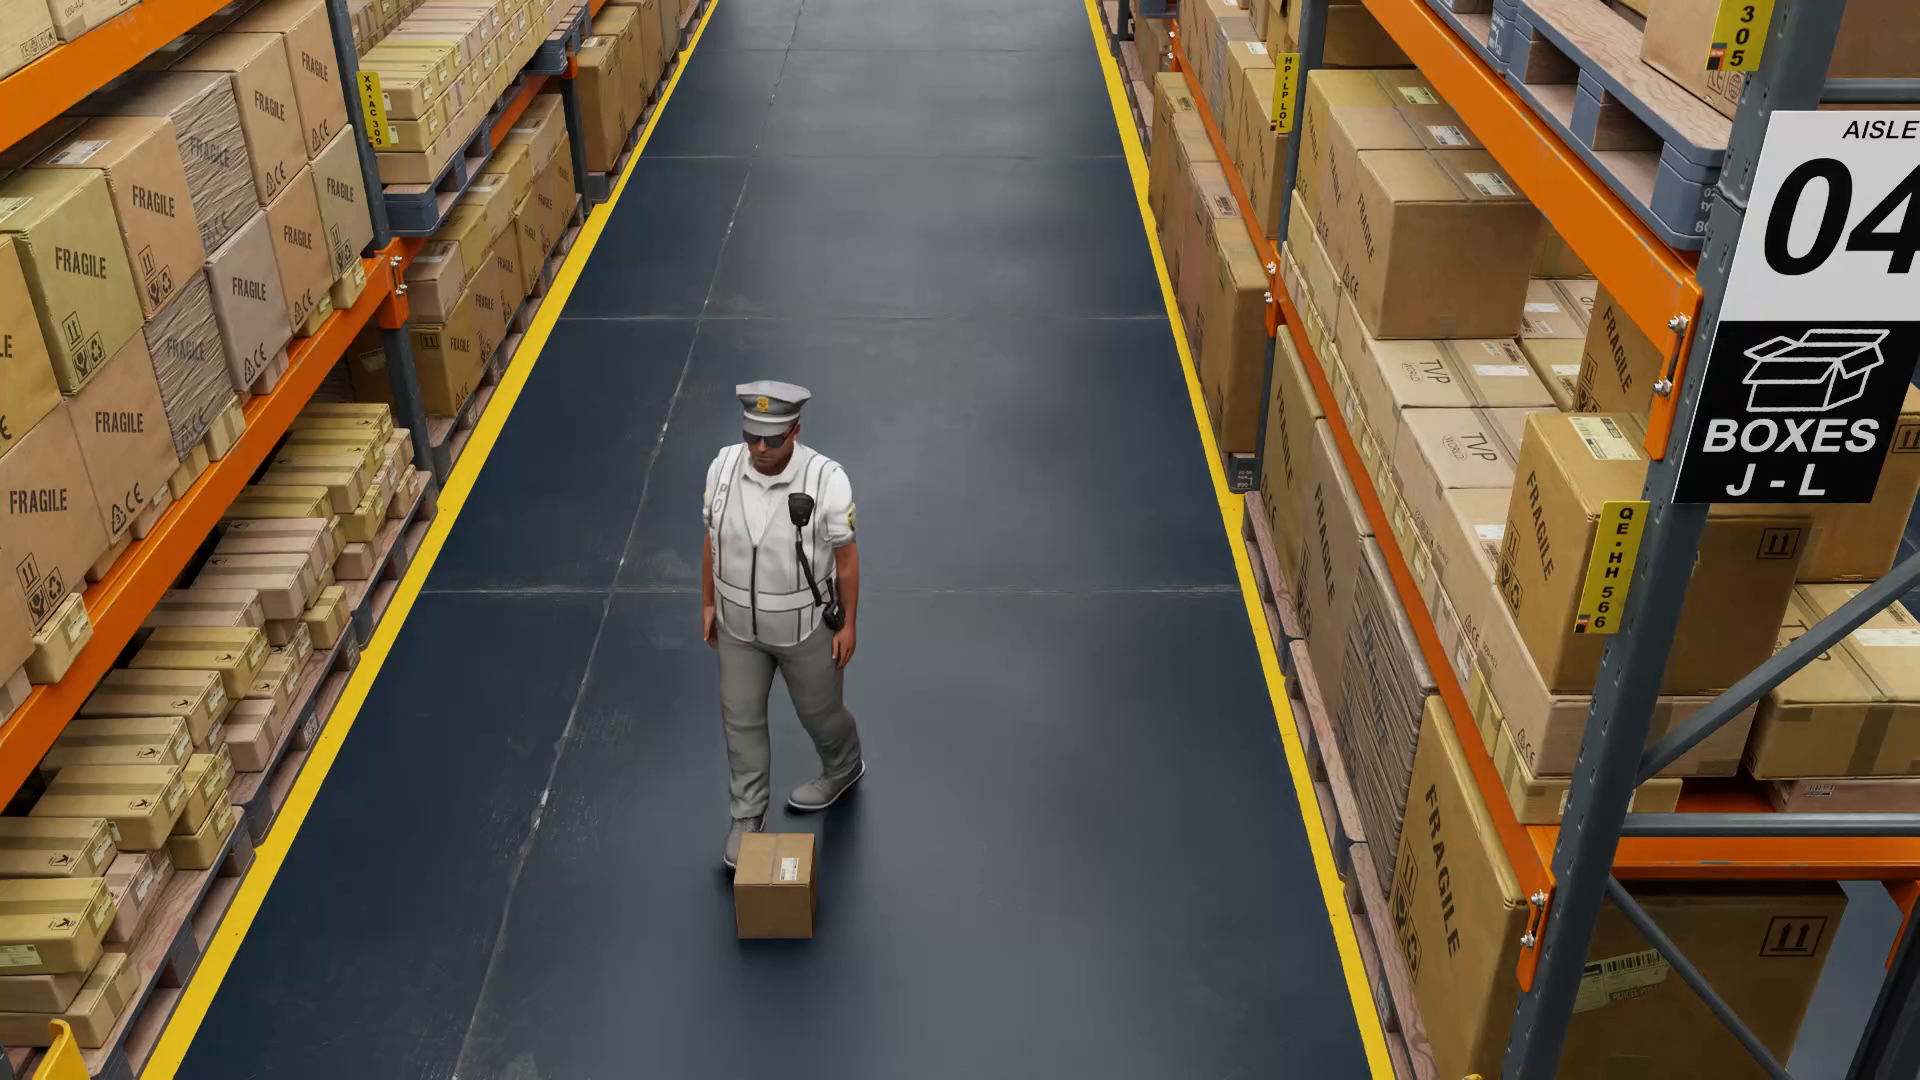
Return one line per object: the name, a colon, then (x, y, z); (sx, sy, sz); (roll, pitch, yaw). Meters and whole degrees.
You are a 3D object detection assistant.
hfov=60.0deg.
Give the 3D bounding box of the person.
person: (-0.645, 0.289, 5.652); (0.565, 1.775, 0.671); (8, 32, 13)
